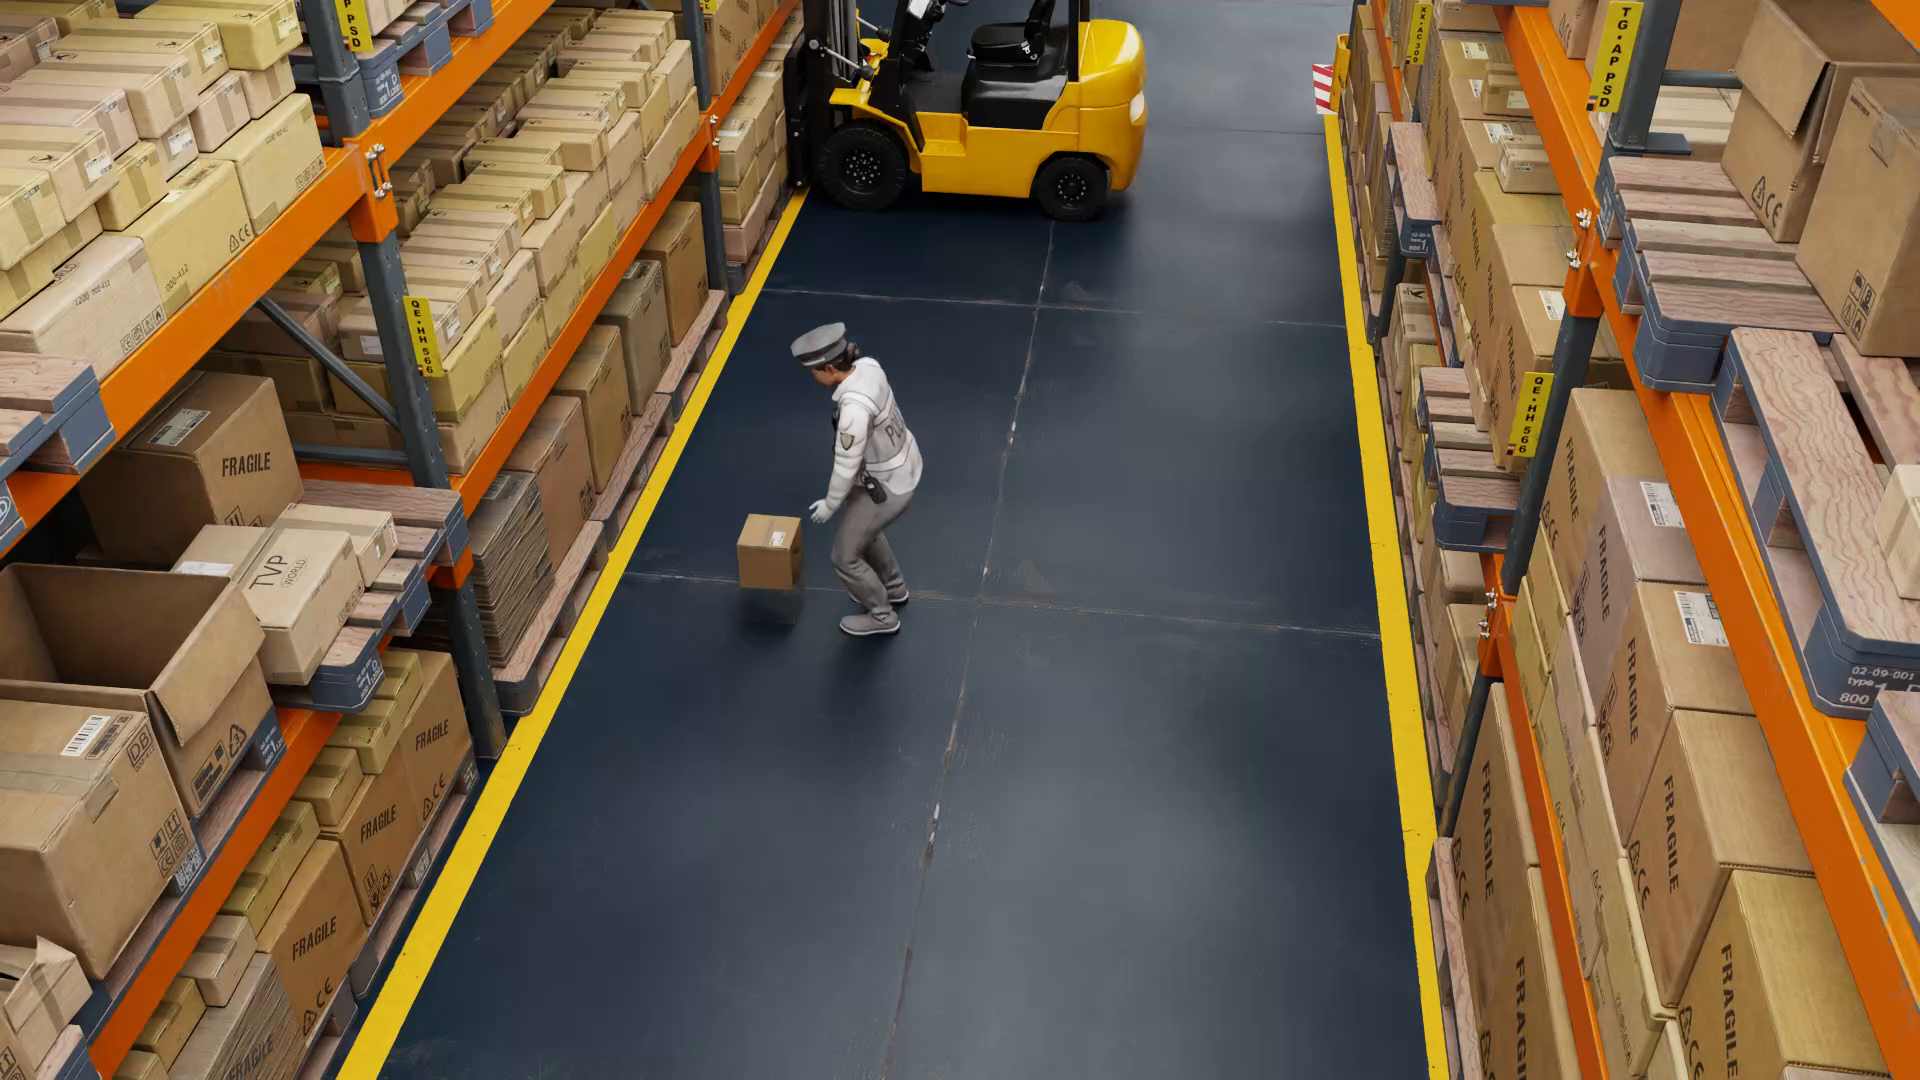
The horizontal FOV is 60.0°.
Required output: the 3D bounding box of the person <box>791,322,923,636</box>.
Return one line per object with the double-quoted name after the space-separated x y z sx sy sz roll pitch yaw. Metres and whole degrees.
-0.450 -0.255 7.484 0.548 1.559 0.520 5 37 7 "person"
